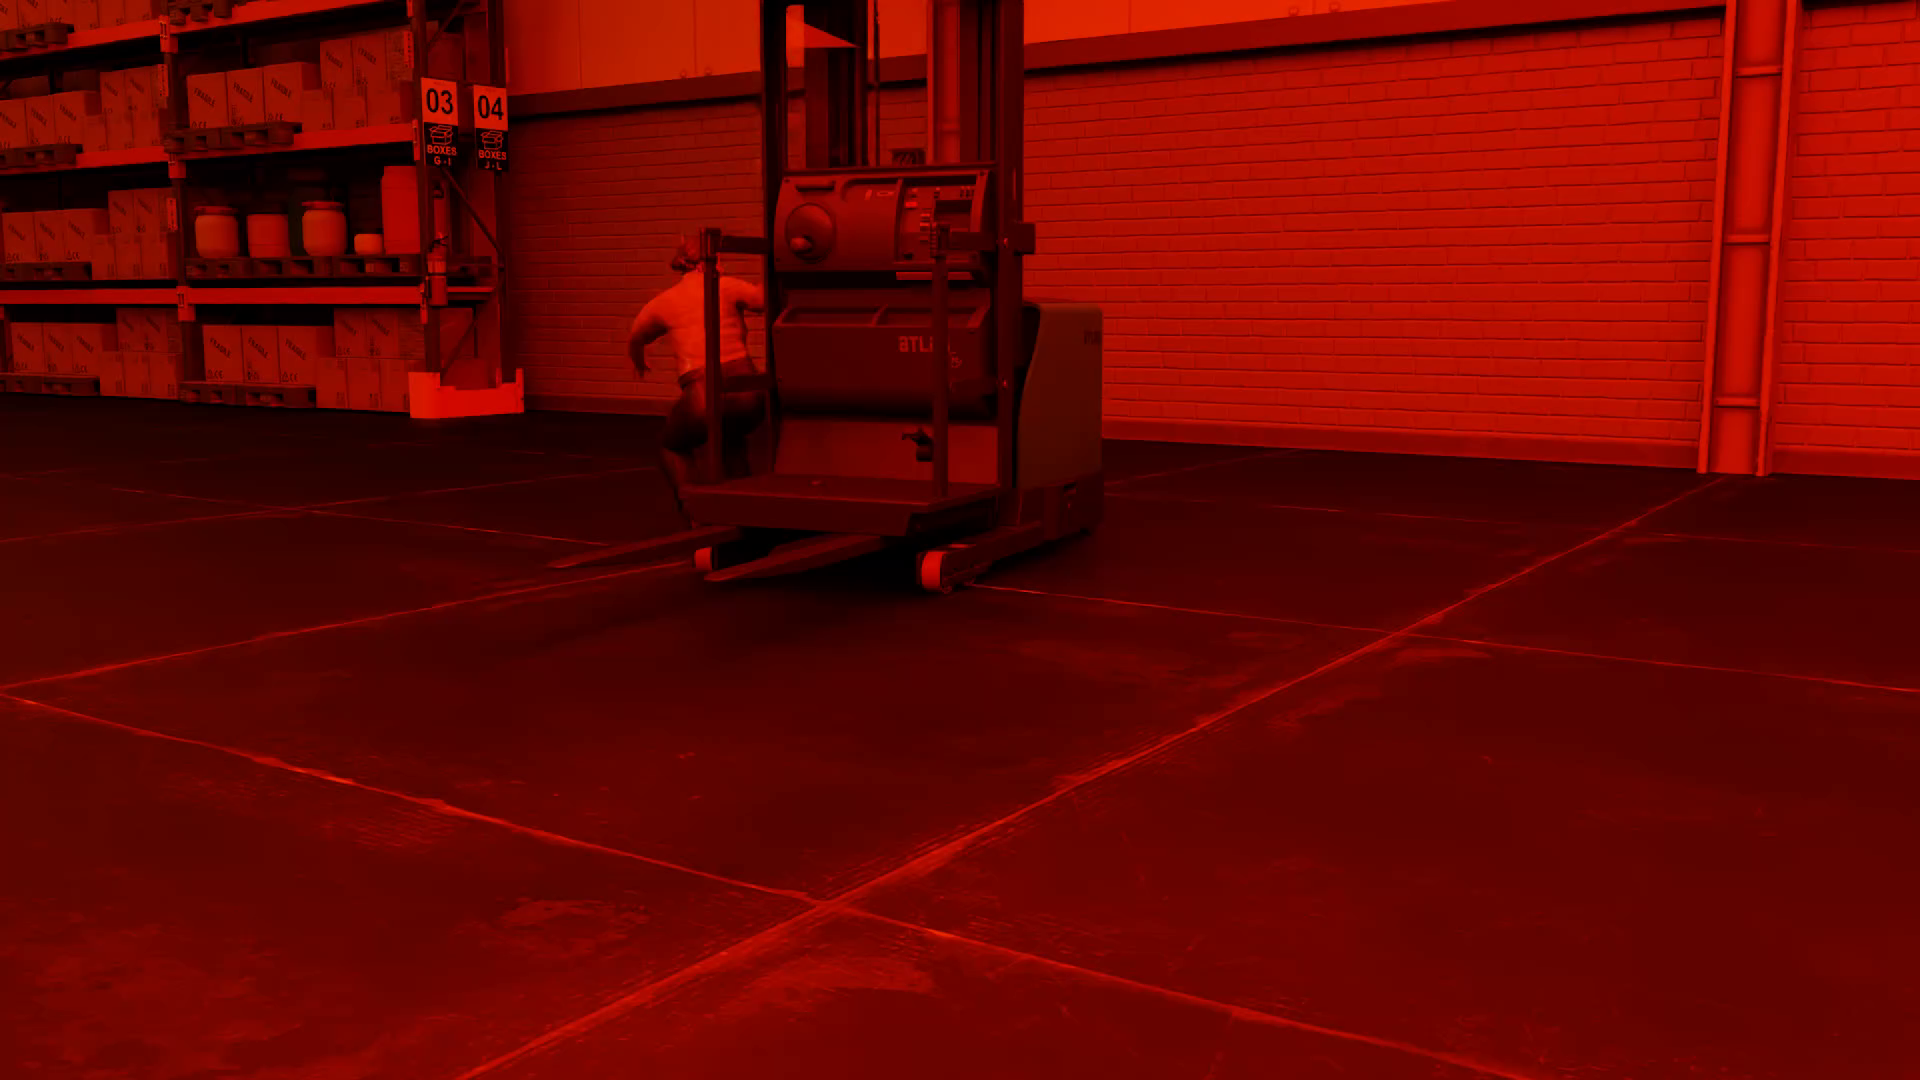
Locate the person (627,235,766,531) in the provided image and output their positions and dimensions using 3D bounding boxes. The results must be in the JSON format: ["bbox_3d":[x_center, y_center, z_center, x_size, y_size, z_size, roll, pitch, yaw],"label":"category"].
[{"bbox_3d":[-1.165,-0.716,7.796,0.730,1.379,0.923,-3,9,-20],"label":"person"}]

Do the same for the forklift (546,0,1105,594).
[{"bbox_3d":[-0.410,-1.318,6.465,1.130,2.935,3.031,4,9,25],"label":"forklift"}]
